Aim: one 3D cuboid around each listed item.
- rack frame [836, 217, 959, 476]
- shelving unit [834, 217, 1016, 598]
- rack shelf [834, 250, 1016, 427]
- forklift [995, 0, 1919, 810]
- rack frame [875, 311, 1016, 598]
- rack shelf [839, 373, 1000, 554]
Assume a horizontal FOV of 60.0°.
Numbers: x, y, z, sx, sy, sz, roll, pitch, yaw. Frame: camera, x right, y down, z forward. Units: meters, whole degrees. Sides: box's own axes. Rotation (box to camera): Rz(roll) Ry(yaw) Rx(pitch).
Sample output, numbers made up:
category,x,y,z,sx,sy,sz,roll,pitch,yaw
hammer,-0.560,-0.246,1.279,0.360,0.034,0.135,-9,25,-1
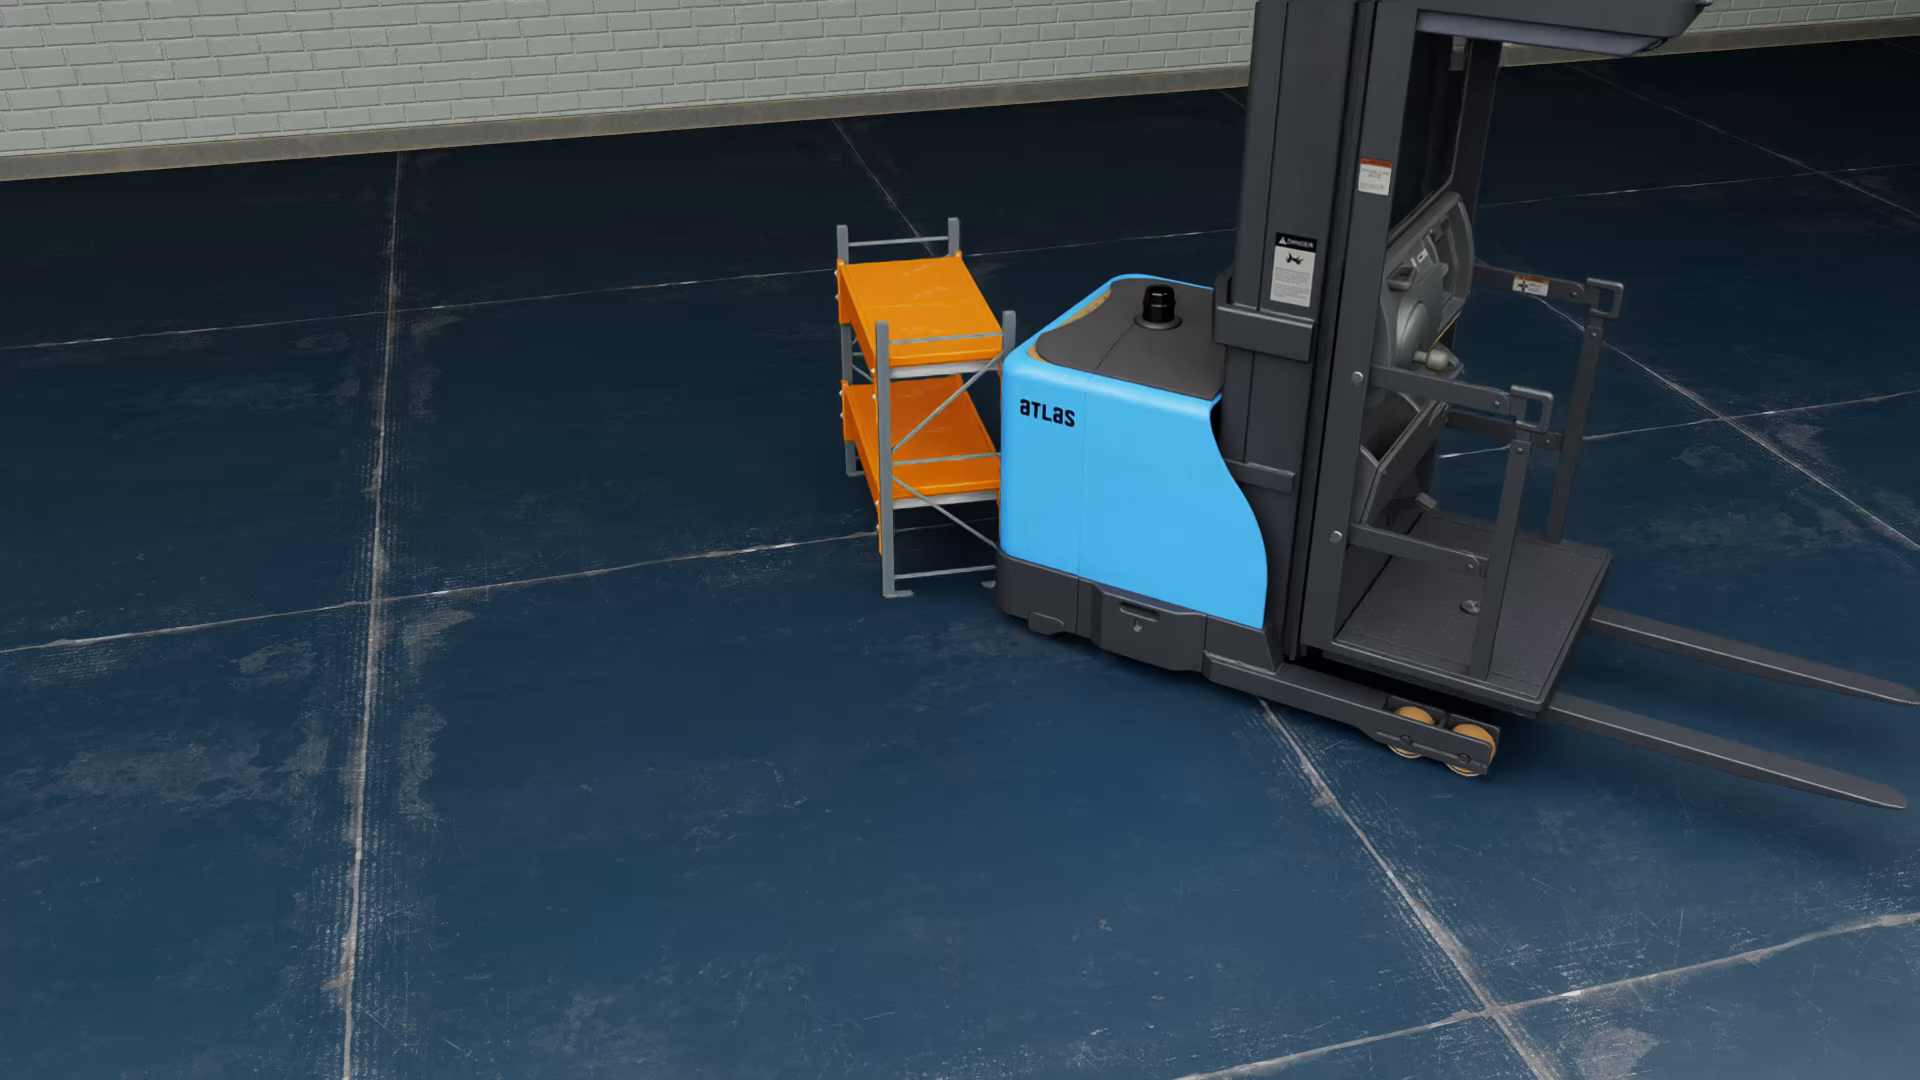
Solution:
category,x,y,z,sx,sy,sz,roll,pitch,yaw
rack frame,-0.250,-0.796,7.003,0.500,1.125,0.032,-6,31,-10
shelving unit,-0.150,-0.546,6.571,0.538,1.125,1.048,-6,31,-10
rack shelf,-0.150,-0.800,6.425,0.538,0.278,1.000,-6,31,-10
forklift,1.665,-0.804,5.213,3.031,2.935,1.130,16,34,26
rack frame,-0.049,-0.297,6.140,0.500,1.125,0.032,-6,31,-10
rack shelf,-0.150,-0.335,6.694,0.538,0.278,1.000,-6,31,-10
